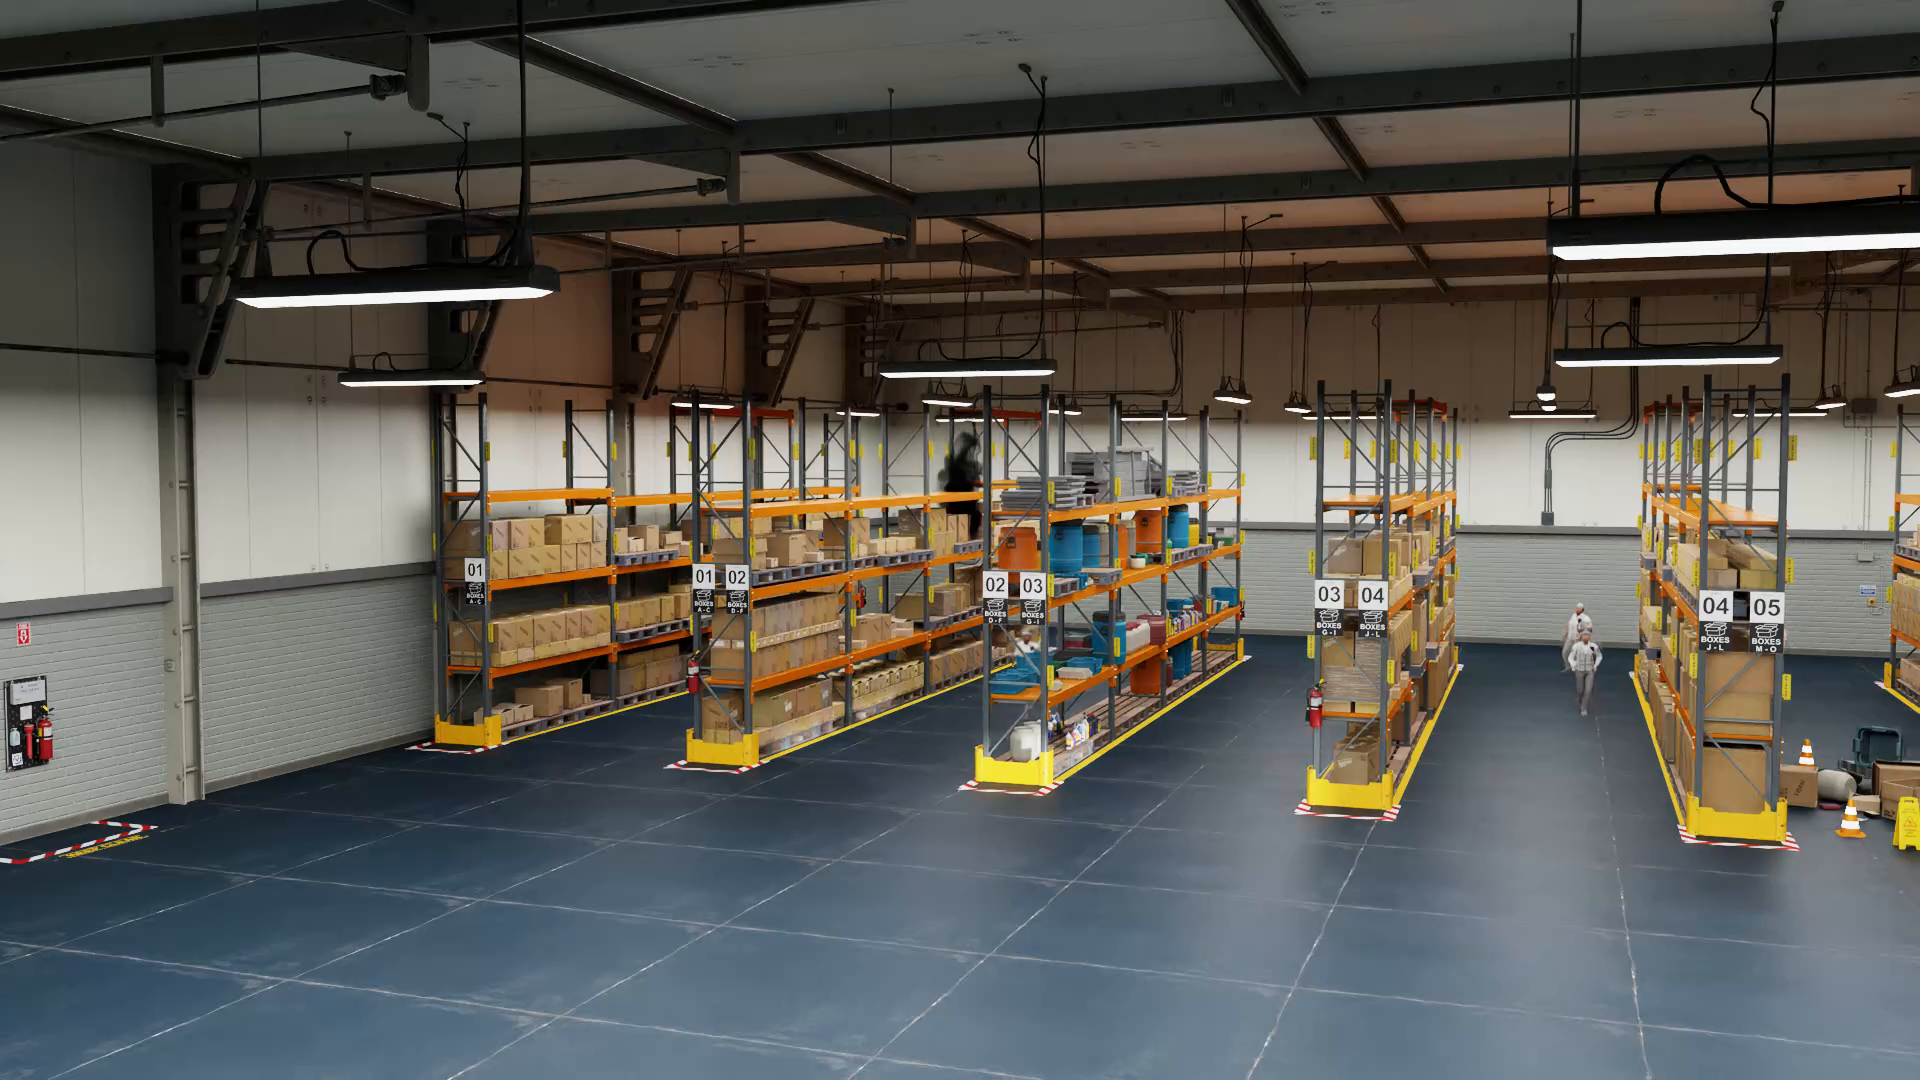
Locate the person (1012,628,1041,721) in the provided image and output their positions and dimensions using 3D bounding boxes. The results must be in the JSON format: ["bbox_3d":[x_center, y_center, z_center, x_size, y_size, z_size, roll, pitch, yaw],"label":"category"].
[{"bbox_3d":[1.262,2.492,31.303,0.587,1.697,0.902,1,3,17],"label":"person"}]

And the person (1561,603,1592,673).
[{"bbox_3d":[13.918,2.227,37.425,0.549,1.595,0.647,-2,3,-27],"label":"person"}]

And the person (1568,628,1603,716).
[{"bbox_3d":[11.933,2.496,31.724,0.617,1.671,0.661,1,3,19],"label":"person"}]
